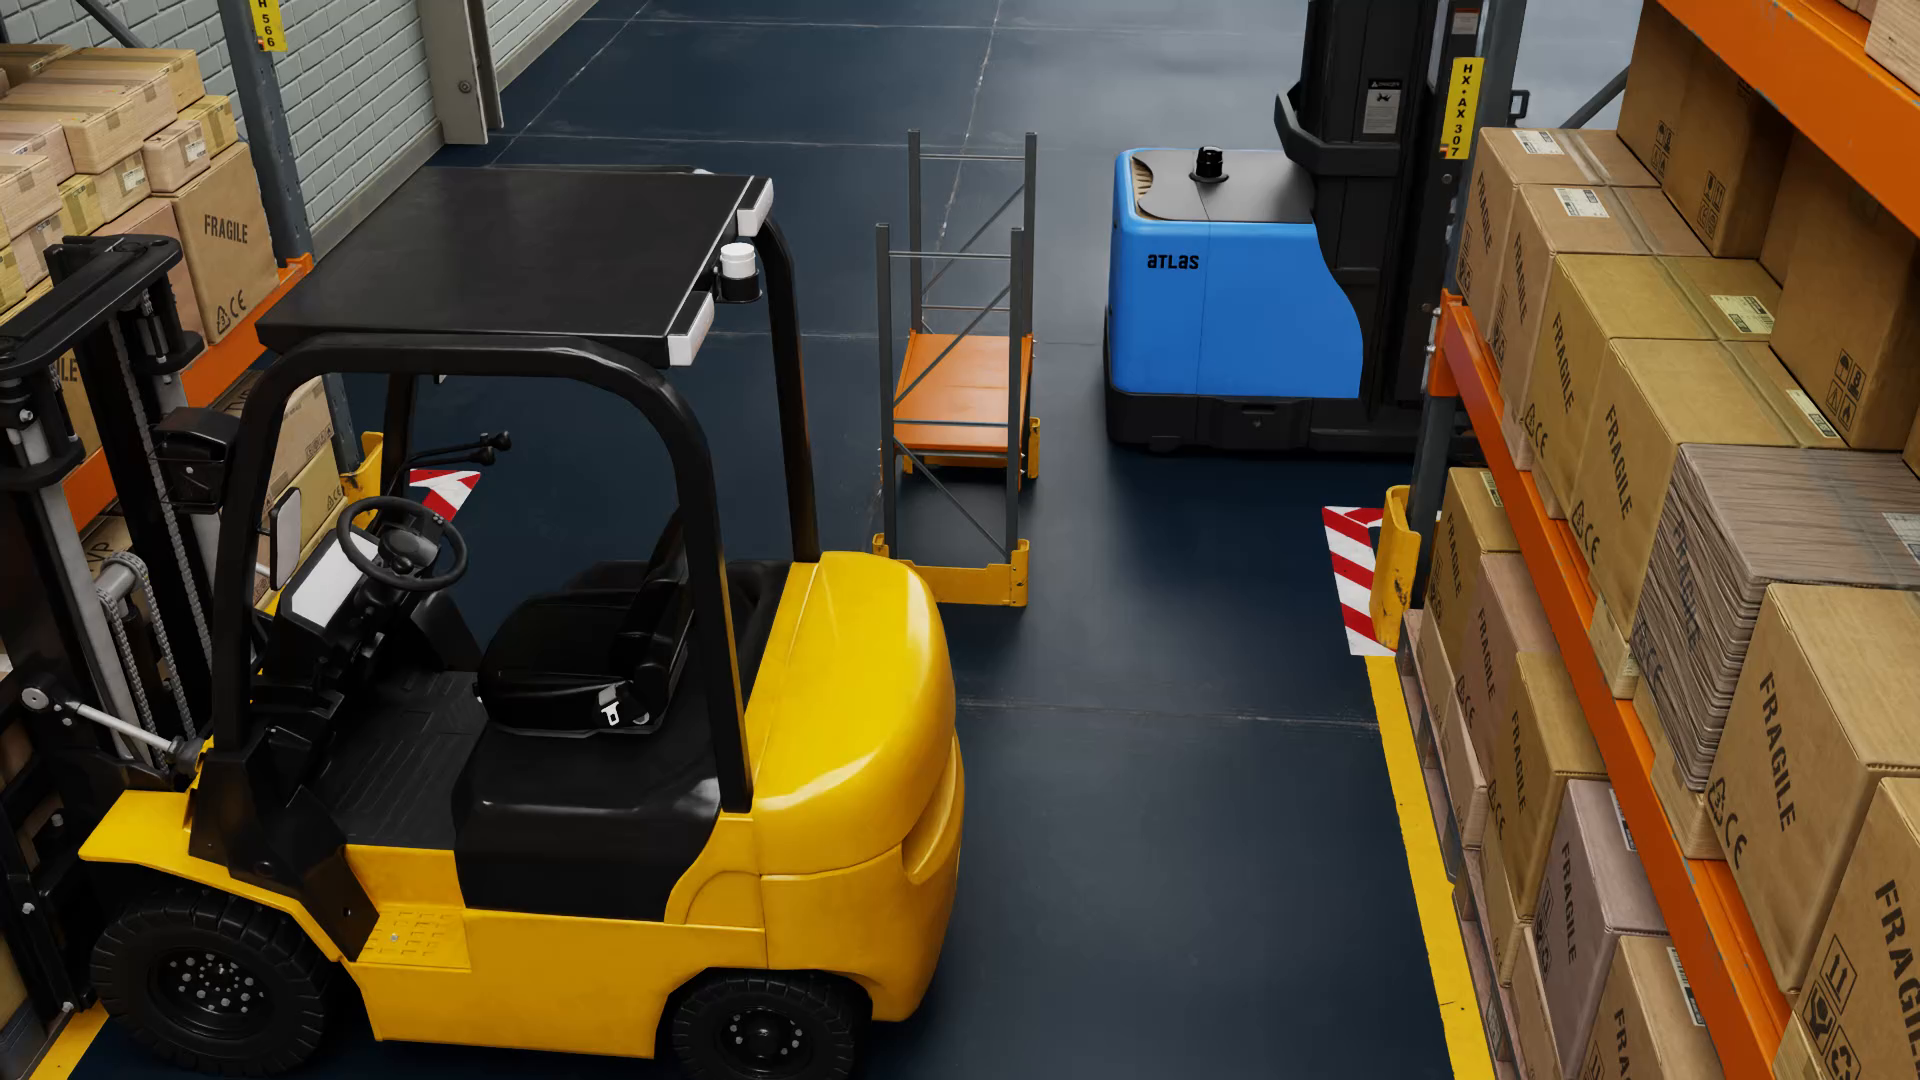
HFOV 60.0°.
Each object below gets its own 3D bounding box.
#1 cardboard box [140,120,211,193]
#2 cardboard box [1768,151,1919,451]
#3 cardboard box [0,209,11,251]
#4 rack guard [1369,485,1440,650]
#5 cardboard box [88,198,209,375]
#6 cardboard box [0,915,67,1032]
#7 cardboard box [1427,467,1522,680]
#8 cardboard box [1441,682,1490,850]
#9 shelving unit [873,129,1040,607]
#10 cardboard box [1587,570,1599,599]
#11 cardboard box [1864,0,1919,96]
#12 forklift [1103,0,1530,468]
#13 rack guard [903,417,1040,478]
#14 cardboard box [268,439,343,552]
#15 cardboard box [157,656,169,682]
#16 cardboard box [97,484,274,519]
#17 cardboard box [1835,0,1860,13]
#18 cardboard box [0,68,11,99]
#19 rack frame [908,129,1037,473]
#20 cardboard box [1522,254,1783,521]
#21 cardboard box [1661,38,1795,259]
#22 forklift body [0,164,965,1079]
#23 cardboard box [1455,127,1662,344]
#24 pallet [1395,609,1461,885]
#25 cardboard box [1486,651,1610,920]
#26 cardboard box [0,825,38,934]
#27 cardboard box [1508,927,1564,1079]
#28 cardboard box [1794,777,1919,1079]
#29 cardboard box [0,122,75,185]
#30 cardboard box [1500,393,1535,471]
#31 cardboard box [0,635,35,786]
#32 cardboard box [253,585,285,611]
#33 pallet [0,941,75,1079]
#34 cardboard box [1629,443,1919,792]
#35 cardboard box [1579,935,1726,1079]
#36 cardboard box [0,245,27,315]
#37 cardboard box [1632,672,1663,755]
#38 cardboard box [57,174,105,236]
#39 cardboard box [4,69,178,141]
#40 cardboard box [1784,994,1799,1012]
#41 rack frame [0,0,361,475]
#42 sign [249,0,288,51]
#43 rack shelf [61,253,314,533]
[{"bbox_3d":[-2.549,-1.181,5.094,0.380,0.149,0.250,3,32,5],"label":"cardboard box"},{"bbox_3d":[2.148,-0.509,3.385,0.700,0.500,0.500,2,32,4],"label":"cardboard box"},{"bbox_3d":[-2.632,-0.768,4.140,0.380,0.149,0.250,3,32,5],"label":"cardboard box"},{"bbox_3d":[2.133,0.123,6.074,1.175,0.500,0.348,2,32,4],"label":"rack guard"},{"bbox_3d":[-2.638,-0.694,4.922,0.500,0.500,0.500,3,32,6],"label":"cardboard box"},{"bbox_3d":[-2.712,1.118,4.297,0.500,0.250,0.500,3,32,5],"label":"cardboard box"},{"bbox_3d":[1.796,0.114,5.211,0.500,0.500,0.500,1,32,2],"label":"cardboard box"},{"bbox_3d":[1.749,0.688,4.996,0.500,0.250,0.500,4,32,6],"label":"cardboard box"},{"bbox_3d":[0.006,-0.678,6.421,0.587,1.500,1.083,2,32,4],"label":"shelving unit"},{"bbox_3d":[1.730,0.108,3.956,0.380,0.149,0.250,2,32,3],"label":"cardboard box"},{"bbox_3d":[1.633,-0.775,2.528,0.380,0.149,0.250,3,32,5],"label":"cardboard box"},{"bbox_3d":[2.189,-1.847,6.953,3.031,2.935,1.130,2,32,3],"label":"forklift"},{"bbox_3d":[0.047,-0.407,7.172,0.587,0.250,0.087,2,32,4],"label":"rack guard"},{"bbox_3d":[-2.536,-0.144,5.868,0.500,0.250,0.500,2,32,3],"label":"cardboard box"},{"bbox_3d":[-2.609,0.389,5.004,0.500,0.250,0.500,2,32,3],"label":"cardboard box"},{"bbox_3d":[-2.571,-0.103,5.326,0.500,0.250,0.500,3,32,5],"label":"cardboard box"},{"bbox_3d":[1.756,-1.041,2.961,0.380,0.149,0.250,2,32,4],"label":"cardboard box"},{"bbox_3d":[-3.133,-1.333,5.057,0.380,0.149,0.250,4,32,6],"label":"cardboard box"},{"bbox_3d":[0.048,-0.949,6.860,0.500,1.500,0.032,2,32,4],"label":"rack frame"},{"bbox_3d":[1.745,-0.377,4.123,0.500,0.500,0.500,2,32,3],"label":"cardboard box"},{"bbox_3d":[2.266,-1.035,4.238,0.700,0.500,0.500,3,32,4],"label":"cardboard box"},{"bbox_3d":[-1.145,0.240,4.310,2.313,2.155,1.214,2,32,4],"label":"forklift body"},{"bbox_3d":[1.824,-0.914,4.995,0.500,0.500,0.500,2,32,3],"label":"cardboard box"},{"bbox_3d":[2.032,0.669,5.462,1.003,0.211,1.213,2,32,4],"label":"pallet"},{"bbox_3d":[1.709,0.650,4.342,0.500,0.500,0.500,3,32,5],"label":"cardboard box"},{"bbox_3d":[-2.696,0.914,4.151,0.500,0.250,0.500,2,32,4],"label":"cardboard box"},{"bbox_3d":[1.673,1.238,4.103,0.500,0.250,0.500,3,32,5],"label":"cardboard box"},{"bbox_3d":[1.602,0.699,2.378,0.500,0.500,0.500,2,32,3],"label":"cardboard box"},{"bbox_3d":[-2.705,-1.045,4.589,0.380,0.149,0.250,3,32,4],"label":"cardboard box"},{"bbox_3d":[1.730,-0.306,4.627,0.380,0.149,0.250,3,32,5],"label":"cardboard box"},{"bbox_3d":[-2.651,0.426,4.468,0.500,0.250,0.500,2,32,3],"label":"cardboard box"},{"bbox_3d":[-2.582,0.320,5.592,0.500,0.250,0.500,2,32,4],"label":"cardboard box"},{"bbox_3d":[-2.931,1.034,4.871,1.003,0.211,1.213,2,32,4],"label":"pallet"},{"bbox_3d":[1.675,0.158,3.256,0.500,0.500,0.500,3,32,5],"label":"cardboard box"},{"bbox_3d":[1.634,1.197,3.455,0.500,0.500,0.500,3,32,5],"label":"cardboard box"},{"bbox_3d":[-2.637,-0.644,4.223,0.380,0.149,0.250,3,32,4],"label":"cardboard box"},{"bbox_3d":[1.666,0.373,3.525,0.380,0.149,0.250,2,32,3],"label":"cardboard box"},{"bbox_3d":[-2.662,-0.919,4.669,0.380,0.149,0.250,2,32,4],"label":"cardboard box"},{"bbox_3d":[-2.617,-1.309,5.019,0.380,0.149,0.250,3,32,4],"label":"cardboard box"},{"bbox_3d":[1.648,0.773,2.876,0.380,0.149,0.250,3,32,4],"label":"cardboard box"},{"bbox_3d":[-2.808,-1.191,5.823,1.000,3.000,0.127,2,32,4],"label":"rack frame"},{"bbox_3d":[-2.269,-1.754,5.408,0.100,0.325,0.005,2,32,4],"label":"sign"},{"bbox_3d":[-2.971,0.161,4.315,1.077,0.370,4.000,2,32,4],"label":"rack shelf"}]
